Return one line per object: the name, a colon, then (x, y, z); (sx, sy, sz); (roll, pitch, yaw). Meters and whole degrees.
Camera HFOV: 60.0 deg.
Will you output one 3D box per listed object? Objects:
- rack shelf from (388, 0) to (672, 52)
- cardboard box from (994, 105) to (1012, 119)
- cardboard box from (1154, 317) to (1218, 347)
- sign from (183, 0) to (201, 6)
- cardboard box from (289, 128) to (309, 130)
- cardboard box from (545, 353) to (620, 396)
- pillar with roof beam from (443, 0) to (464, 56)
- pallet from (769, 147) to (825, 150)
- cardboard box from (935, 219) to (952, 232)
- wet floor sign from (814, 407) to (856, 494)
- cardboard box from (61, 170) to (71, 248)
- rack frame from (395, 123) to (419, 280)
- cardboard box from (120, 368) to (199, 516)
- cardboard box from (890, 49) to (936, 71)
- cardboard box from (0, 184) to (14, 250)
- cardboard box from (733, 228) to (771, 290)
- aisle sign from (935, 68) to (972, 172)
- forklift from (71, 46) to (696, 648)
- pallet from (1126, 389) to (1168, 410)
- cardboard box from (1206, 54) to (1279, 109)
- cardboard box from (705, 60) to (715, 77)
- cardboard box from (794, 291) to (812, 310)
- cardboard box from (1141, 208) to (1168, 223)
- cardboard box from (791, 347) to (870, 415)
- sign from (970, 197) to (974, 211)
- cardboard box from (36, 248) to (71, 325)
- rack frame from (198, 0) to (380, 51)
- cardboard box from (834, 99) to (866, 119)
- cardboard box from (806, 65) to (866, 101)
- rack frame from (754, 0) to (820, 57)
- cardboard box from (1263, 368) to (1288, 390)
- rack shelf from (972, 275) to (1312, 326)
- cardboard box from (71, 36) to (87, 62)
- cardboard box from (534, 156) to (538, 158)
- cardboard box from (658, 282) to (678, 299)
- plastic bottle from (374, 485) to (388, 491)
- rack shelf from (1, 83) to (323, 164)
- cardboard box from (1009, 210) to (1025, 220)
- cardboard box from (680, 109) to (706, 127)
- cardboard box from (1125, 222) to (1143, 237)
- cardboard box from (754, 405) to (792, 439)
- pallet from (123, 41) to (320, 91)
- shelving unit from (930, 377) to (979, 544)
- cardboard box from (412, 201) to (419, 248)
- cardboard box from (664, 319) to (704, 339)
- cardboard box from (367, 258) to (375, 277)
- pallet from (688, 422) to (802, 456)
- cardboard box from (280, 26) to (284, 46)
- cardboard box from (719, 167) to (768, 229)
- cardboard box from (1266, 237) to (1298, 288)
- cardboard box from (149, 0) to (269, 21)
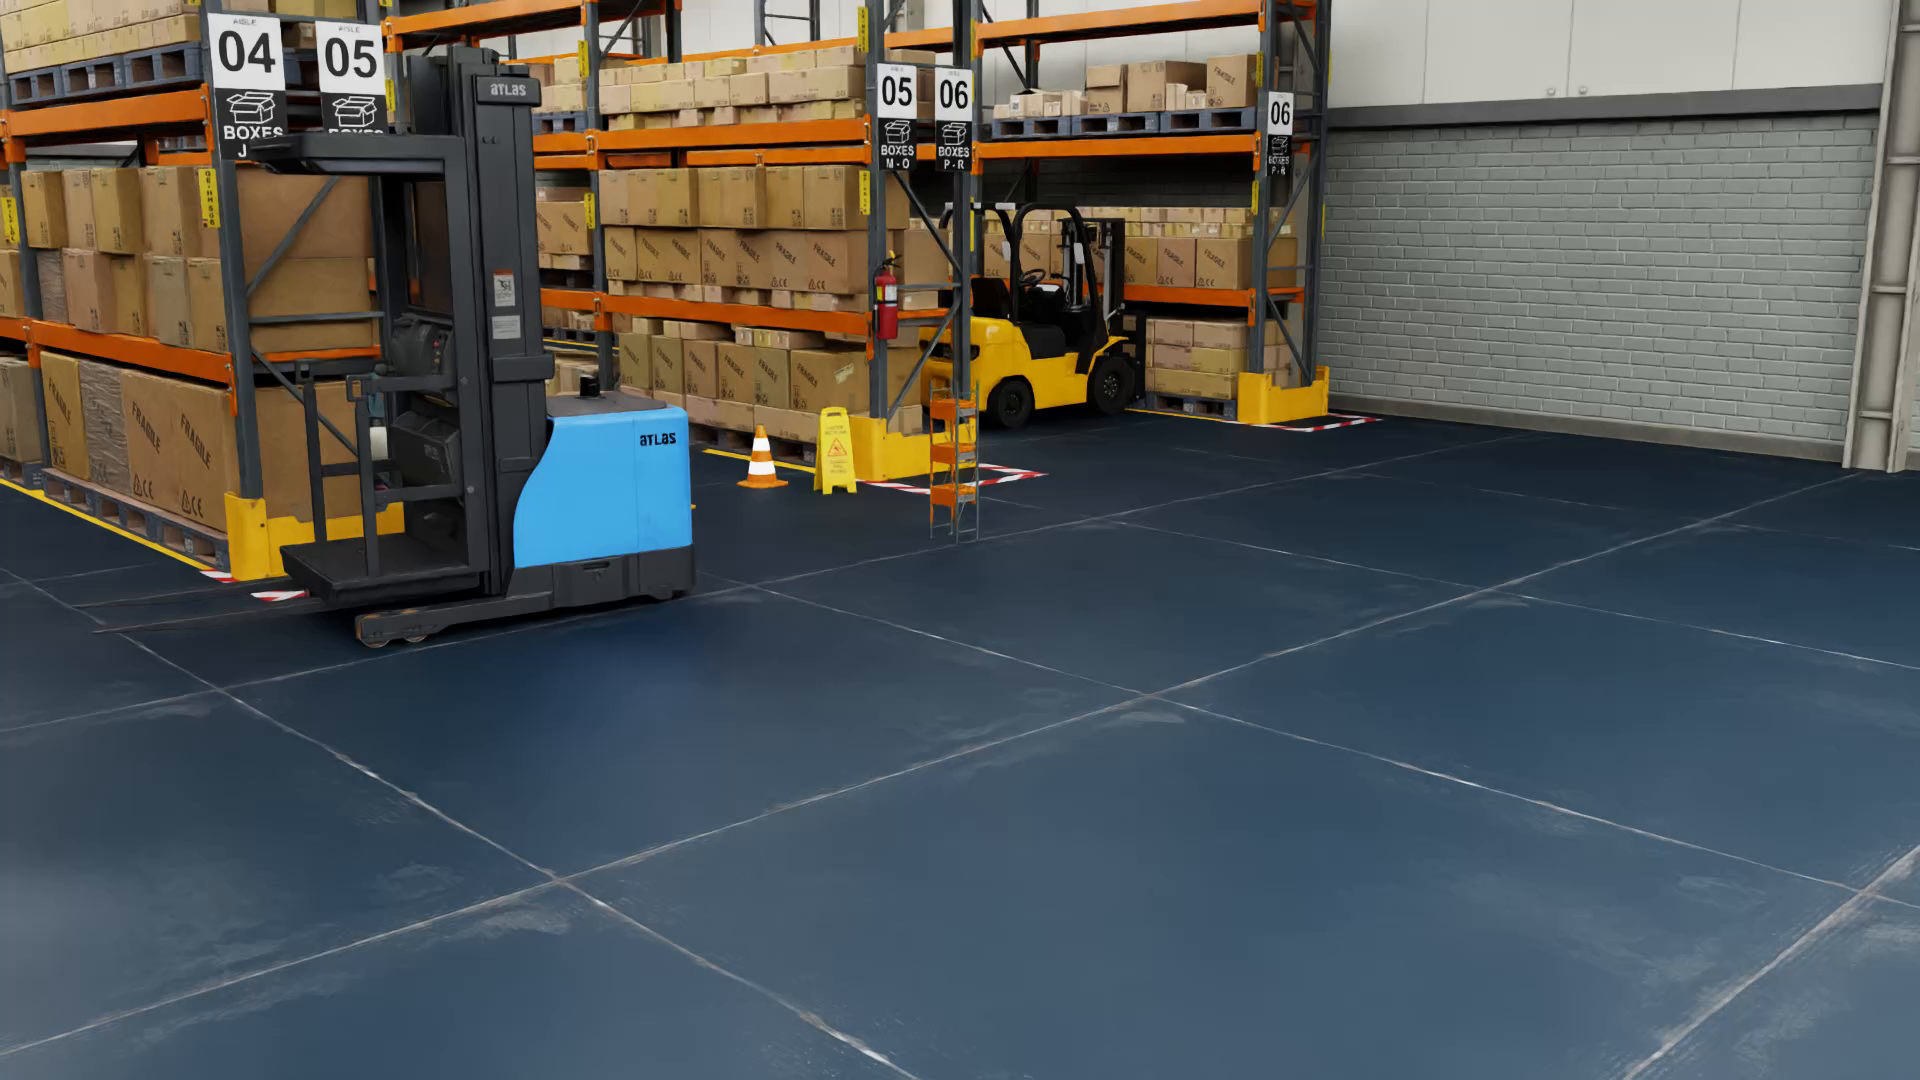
rack shelf: (-4.459, -5.288, 17.050); (1.077, 0.370, 4.000); (-11, 16, -43)
cardboard box: (0.599, -4.791, 18.632); (0.380, 0.149, 0.250); (-10, 16, -41)
cardboard box: (2.371, -2.160, 17.259); (0.500, 0.250, 0.500); (-11, 16, -42)
sign: (-4.228, -3.108, 9.131); (0.100, 0.325, 0.005); (-11, 16, -43)
cardboard box: (-7.982, -5.100, 20.338); (0.250, 0.166, 0.380); (10, 16, 41)
cardboard box: (-3.941, -1.705, 17.225); (0.950, 0.372, 0.625); (-10, 15, -39)
pillar with roof beam: (-12.102, -7.907, 26.988); (9.100, 9.000, 0.400); (-11, 16, -43)
pallet: (-1.720, -5.172, 21.615); (1.213, 0.211, 1.003); (-10, 15, -40)
cardboard box: (-0.079, -3.719, 19.672); (0.380, 0.149, 0.250); (-11, 16, -43)
wet floor sign: (-0.959, -0.692, 12.671); (0.267, 0.644, 0.232); (-5, 13, -23)
cardboard box: (-5.895, -2.381, 11.986); (0.875, 0.550, 0.550); (-11, 16, -43)
rack frame: (-5.841, -3.189, 18.959); (1.000, 3.000, 0.127); (-11, 16, -43)
cardboard box: (-4.952, -0.700, 11.102); (0.875, 0.875, 0.875); (-11, 16, -43)
cardboard box: (-0.414, -3.839, 13.324); (0.380, 0.149, 0.250); (-11, 16, -43)
cardboard box: (-7.292, -2.586, 13.305); (0.700, 0.500, 0.500); (-11, 16, -43)
cardboard box: (-1.575, -2.405, 14.164); (0.500, 0.500, 0.500); (-11, 16, -43)
aisle sign: (-0.049, -3.329, 13.195); (0.394, 0.787, 0.004); (-11, 16, -43)
forklift: (-2.980, -1.017, 8.584); (3.031, 2.935, 1.130); (-8, 14, -34)
pallet: (1.875, -1.632, 18.311); (1.003, 0.211, 1.213); (-11, 16, -43)
cardboard box: (2.790, -4.518, 16.435); (0.500, 0.500, 0.500); (-10, 15, -41)
cardboard box: (-1.963, -4.036, 14.278); (0.380, 0.149, 0.250); (-10, 16, -41)
cardboard box: (-1.146, -1.986, 13.738); (0.380, 0.149, 0.250); (-11, 16, -44)
cardboard box: (2.100, -3.385, 17.314); (0.380, 0.149, 0.250); (-10, 16, -41)
cardboard box: (-1.058, -1.329, 13.842); (0.500, 0.500, 0.500); (-11, 16, -42)
sign: (0.123, -3.749, 19.003); (0.100, 0.325, 0.005); (-11, 16, -43)
cardboard box: (-6.325, -1.922, 12.437); (0.875, 0.550, 0.550); (-11, 16, -43)
rack frame: (-3.826, -4.256, 9.267); (1.000, 3.000, 0.127); (-11, 16, -43)
cardboard box: (-0.765, -3.381, 13.078); (0.380, 0.149, 0.250); (-11, 16, -42)
cardboard box: (-0.864, -3.600, 13.154); (0.500, 0.250, 0.500); (-11, 16, -43)
rack frame: (-2.253, -6.820, 21.713); (1.000, 3.000, 0.127); (-11, 16, -43)
cardboard box: (3.074, -1.672, 17.367); (0.500, 0.250, 0.500); (-11, 16, -42)
rack shelf: (1.890, -2.654, 18.141); (1.077, 0.370, 4.000); (-11, 16, -43)
cardboard box: (-5.533, -3.179, 10.811); (0.380, 0.149, 0.250); (-11, 16, -42)
cardboard box: (-6.562, -6.043, 26.000); (0.380, 0.149, 0.250); (-10, 16, -41)
cardboard box: (-2.530, -2.287, 15.200); (0.380, 0.149, 0.250); (-10, 15, -41)
plastic bottle: (-4.316, -0.397, 12.689); (0.133, 0.061, 0.283); (6, 13, 26)
rack shelf: (-5.207, -2.726, 11.059); (1.077, 0.370, 4.000); (-11, 16, -43)
cardboard box: (0.774, -3.699, 18.841); (0.380, 0.149, 0.250); (-11, 16, -42)
cardboard box: (-2.214, -3.672, 14.489); (0.380, 0.149, 0.250); (-11, 16, -44)
cardboard box: (1.926, -3.276, 17.524); (0.380, 0.149, 0.250); (-11, 16, -42)
cardboard box: (-1.421, -1.038, 14.290); (0.500, 0.250, 0.500); (-11, 16, -42)
pallet: (-4.346, -2.850, 10.097); (1.003, 0.211, 1.213); (-11, 16, -43)
shelving unit: (-0.037, -0.522, 10.843); (0.215, 1.050, 0.252); (-11, 16, -43)
cardboard box: (-5.697, -3.492, 18.401); (0.500, 0.500, 0.500); (11, 16, 44)
cardboard box: (-2.467, -1.925, 15.127); (0.380, 0.149, 0.250); (-10, 15, -40)
cardboard box: (-6.742, -3.226, 19.508); (0.500, 0.250, 0.500); (-11, 16, -42)
pallet: (-1.742, -0.969, 15.090); (1.003, 0.211, 1.213); (-11, 16, -43)
cardboard box: (-4.008, -3.050, 10.182); (0.380, 0.149, 0.250); (-11, 16, -42)
cardboard box: (-1.597, -2.885, 14.020); (0.700, 0.500, 0.500); (-11, 16, -43)
cardboard box: (3.130, -2.874, 17.180); (0.500, 0.500, 0.500); (-10, 15, -41)
cardboard box: (-4.366, -3.146, 9.660); (0.500, 0.250, 0.500); (-11, 16, -42)
